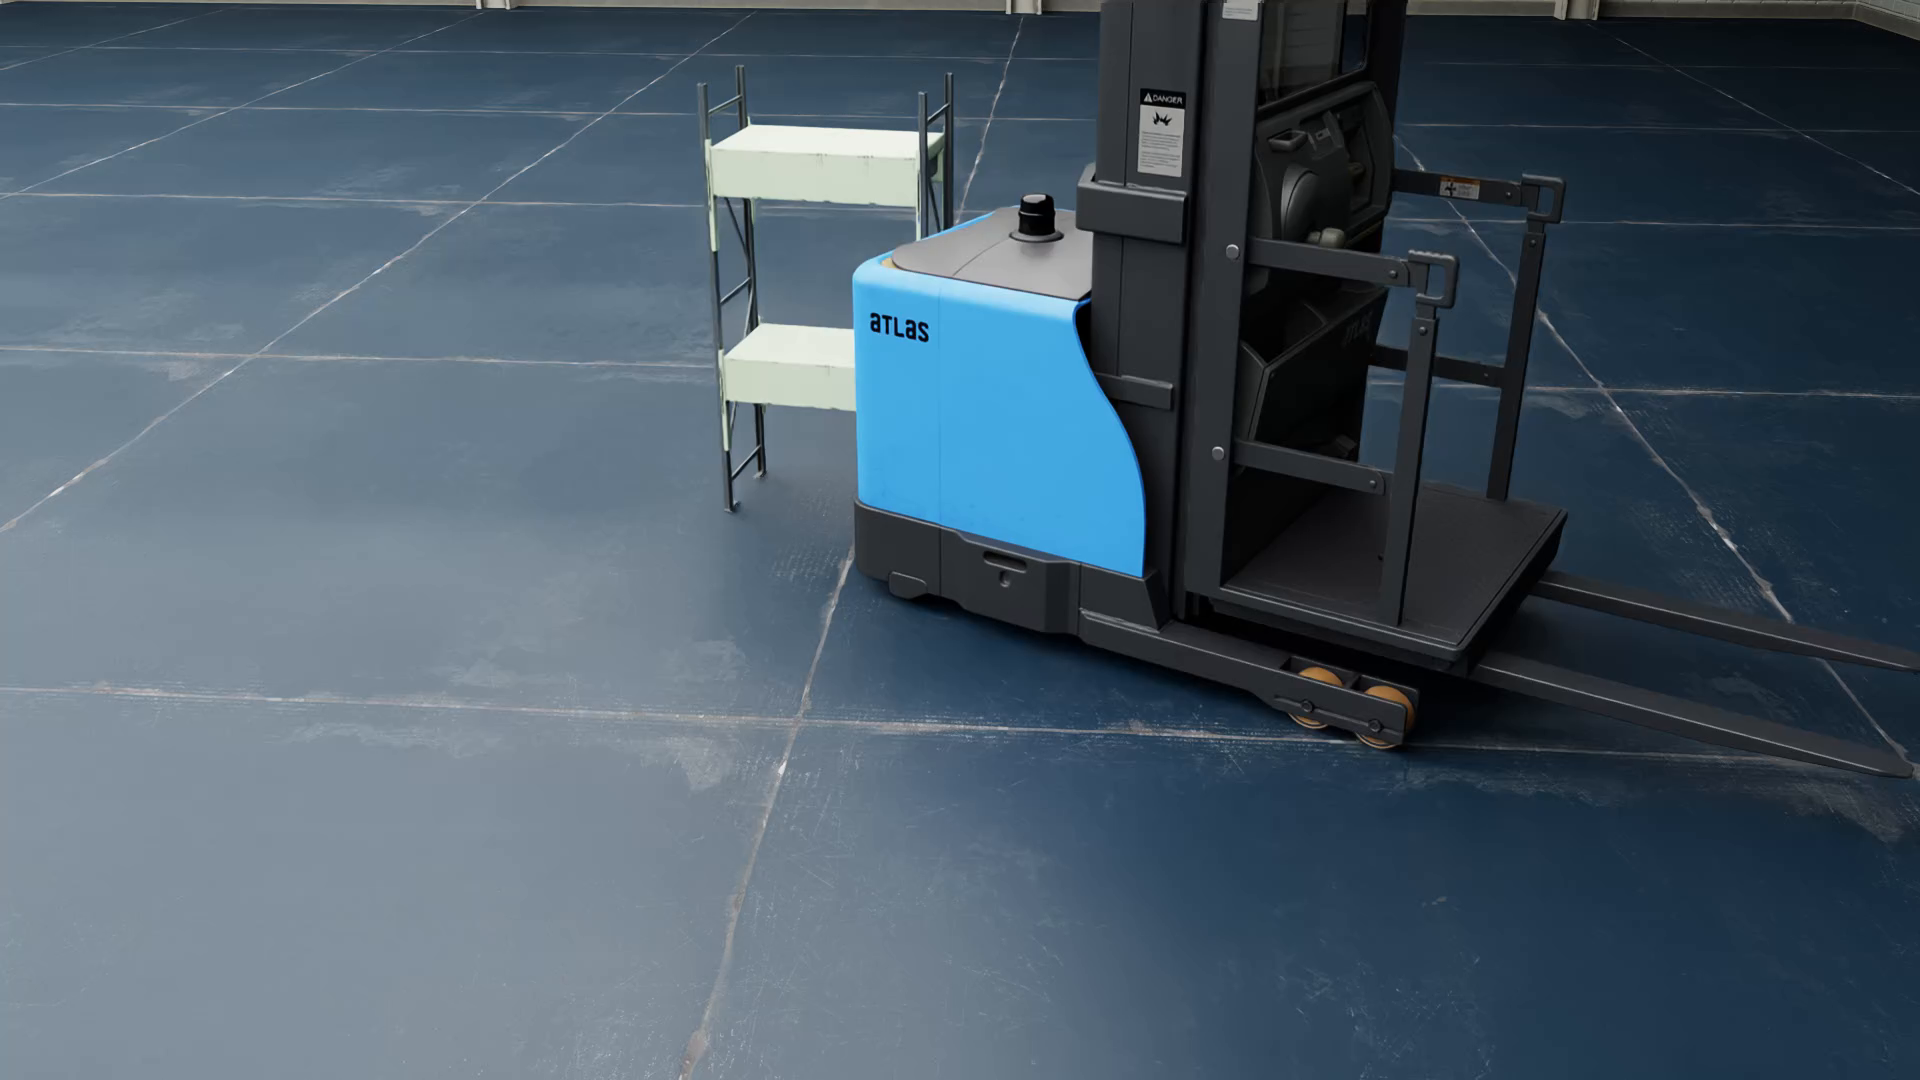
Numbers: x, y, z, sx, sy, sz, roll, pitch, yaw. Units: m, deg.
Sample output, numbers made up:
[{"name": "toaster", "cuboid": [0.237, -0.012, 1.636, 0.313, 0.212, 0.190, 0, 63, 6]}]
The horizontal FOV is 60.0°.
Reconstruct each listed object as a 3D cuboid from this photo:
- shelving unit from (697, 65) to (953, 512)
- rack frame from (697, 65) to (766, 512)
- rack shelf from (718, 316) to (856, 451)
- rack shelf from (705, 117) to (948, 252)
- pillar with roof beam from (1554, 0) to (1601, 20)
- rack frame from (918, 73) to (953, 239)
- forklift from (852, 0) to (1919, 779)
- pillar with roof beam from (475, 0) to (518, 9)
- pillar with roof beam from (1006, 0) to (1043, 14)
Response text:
[{"name": "shelving unit", "cuboid": [-0.434, -0.829, 5.758, 0.755, 1.500, 0.431, 5, 25, 12]}, {"name": "rack frame", "cuboid": [-0.791, -0.863, 5.831, 0.023, 1.500, 0.400, 5, 25, 12]}, {"name": "rack shelf", "cuboid": [-0.434, -0.533, 5.895, 0.720, 0.370, 0.431, 5, 25, 12]}, {"name": "rack shelf", "cuboid": [-0.434, -1.184, 5.595, 0.720, 0.370, 0.431, 5, 25, 12]}, {"name": "pillar with roof beam", "cuboid": [6.371, -7.981, 12.329, 0.400, 9.000, 9.100, 2, 25, 4]}, {"name": "rack frame", "cuboid": [-0.077, -0.796, 5.685, 0.023, 1.500, 0.400, 5, 25, 12]}, {"name": "forklift", "cuboid": [1.179, -1.018, 4.456, 3.031, 2.935, 1.130, 15, 29, 29]}, {"name": "pillar with roof beam", "cuboid": [-5.594, -8.365, 13.163, 0.400, 9.000, 9.100, 2, 25, 4]}, {"name": "pillar with roof beam", "cuboid": [0.388, -8.173, 12.746, 0.400, 9.000, 9.100, 2, 25, 4]}]
